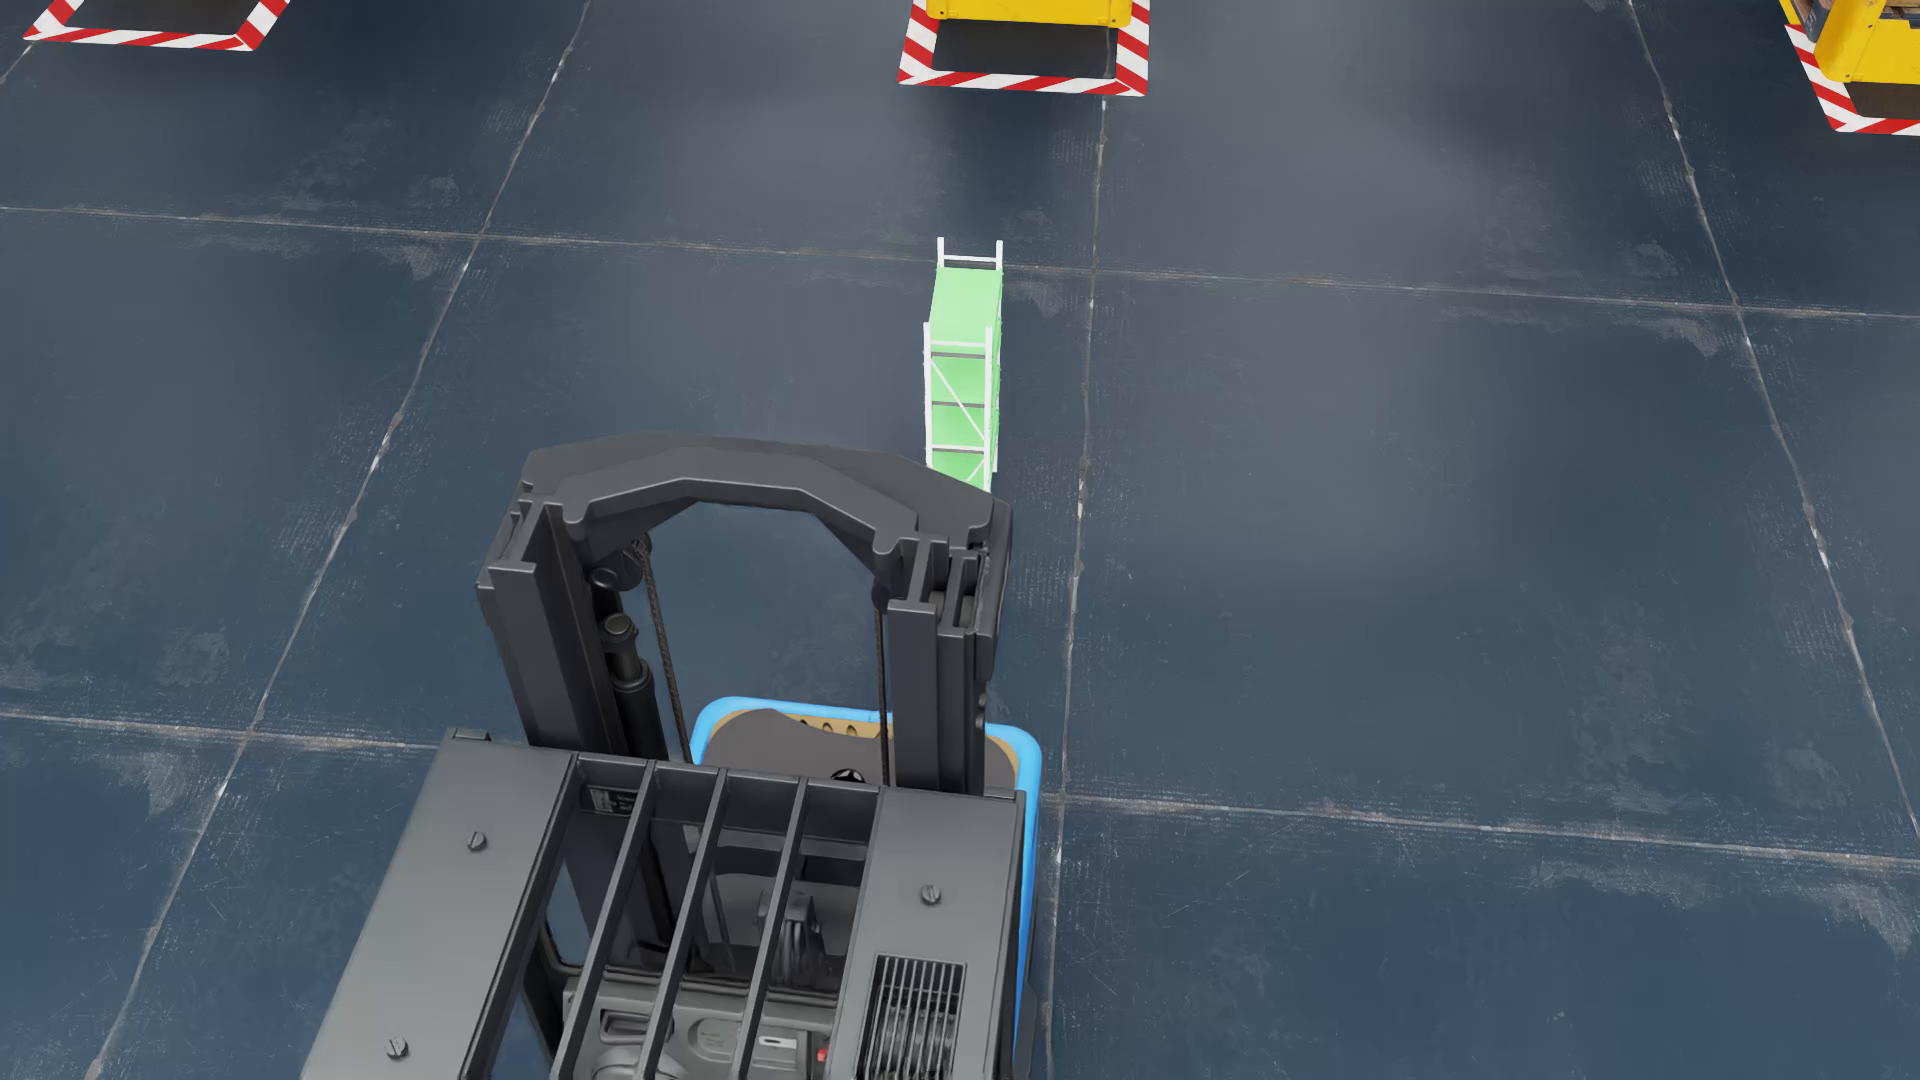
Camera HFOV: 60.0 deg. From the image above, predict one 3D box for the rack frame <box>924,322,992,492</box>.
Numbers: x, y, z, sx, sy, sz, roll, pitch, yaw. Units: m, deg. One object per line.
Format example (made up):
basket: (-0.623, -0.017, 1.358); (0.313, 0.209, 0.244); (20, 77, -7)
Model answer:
rack frame: (-0.007, -0.347, 6.280); (0.240, 1.200, 0.015); (4, 48, 4)

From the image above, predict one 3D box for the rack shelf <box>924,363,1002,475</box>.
rack shelf: (0.015, -0.483, 6.492); (0.258, 0.148, 0.480); (4, 48, 4)

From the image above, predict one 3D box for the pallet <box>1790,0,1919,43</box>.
pallet: (5.317, -3.269, 9.623); (1.003, 0.211, 1.213); (4, 48, 4)

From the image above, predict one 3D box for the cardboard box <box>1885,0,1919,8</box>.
cardboard box: (5.318, -3.544, 9.140); (0.875, 0.875, 0.875); (4, 48, 4)

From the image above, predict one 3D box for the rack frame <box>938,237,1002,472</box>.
rack frame: (0.037, -0.706, 6.608); (0.240, 1.200, 0.015); (4, 48, 4)

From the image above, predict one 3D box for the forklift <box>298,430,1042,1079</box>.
forklift: (-0.456, 1.315, 3.587); (1.130, 2.935, 3.031); (6, 48, 5)

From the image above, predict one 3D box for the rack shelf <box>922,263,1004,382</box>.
rack shelf: (0.015, -0.807, 6.137); (0.258, 0.148, 0.480); (4, 48, 4)

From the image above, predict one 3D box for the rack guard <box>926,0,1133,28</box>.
rack guard: (0.399, -3.237, 9.398); (1.175, 0.500, 0.348); (4, 48, 4)

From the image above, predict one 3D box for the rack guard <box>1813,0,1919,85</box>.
rack guard: (5.320, -2.756, 8.958); (1.175, 0.500, 0.348); (4, 48, 4)

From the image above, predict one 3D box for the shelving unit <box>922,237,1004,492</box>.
shelving unit: (0.015, -0.527, 6.444); (0.258, 1.200, 0.503); (4, 48, 4)

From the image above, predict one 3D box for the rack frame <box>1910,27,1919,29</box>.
rack frame: (5.322, -3.617, 8.051); (1.000, 3.000, 0.127); (4, 48, 4)

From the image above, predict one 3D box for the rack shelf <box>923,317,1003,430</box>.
rack shelf: (0.015, -0.645, 6.314); (0.258, 0.148, 0.480); (4, 48, 4)

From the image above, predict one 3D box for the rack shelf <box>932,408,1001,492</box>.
rack shelf: (0.015, -0.321, 6.669); (0.258, 0.148, 0.480); (4, 48, 4)
